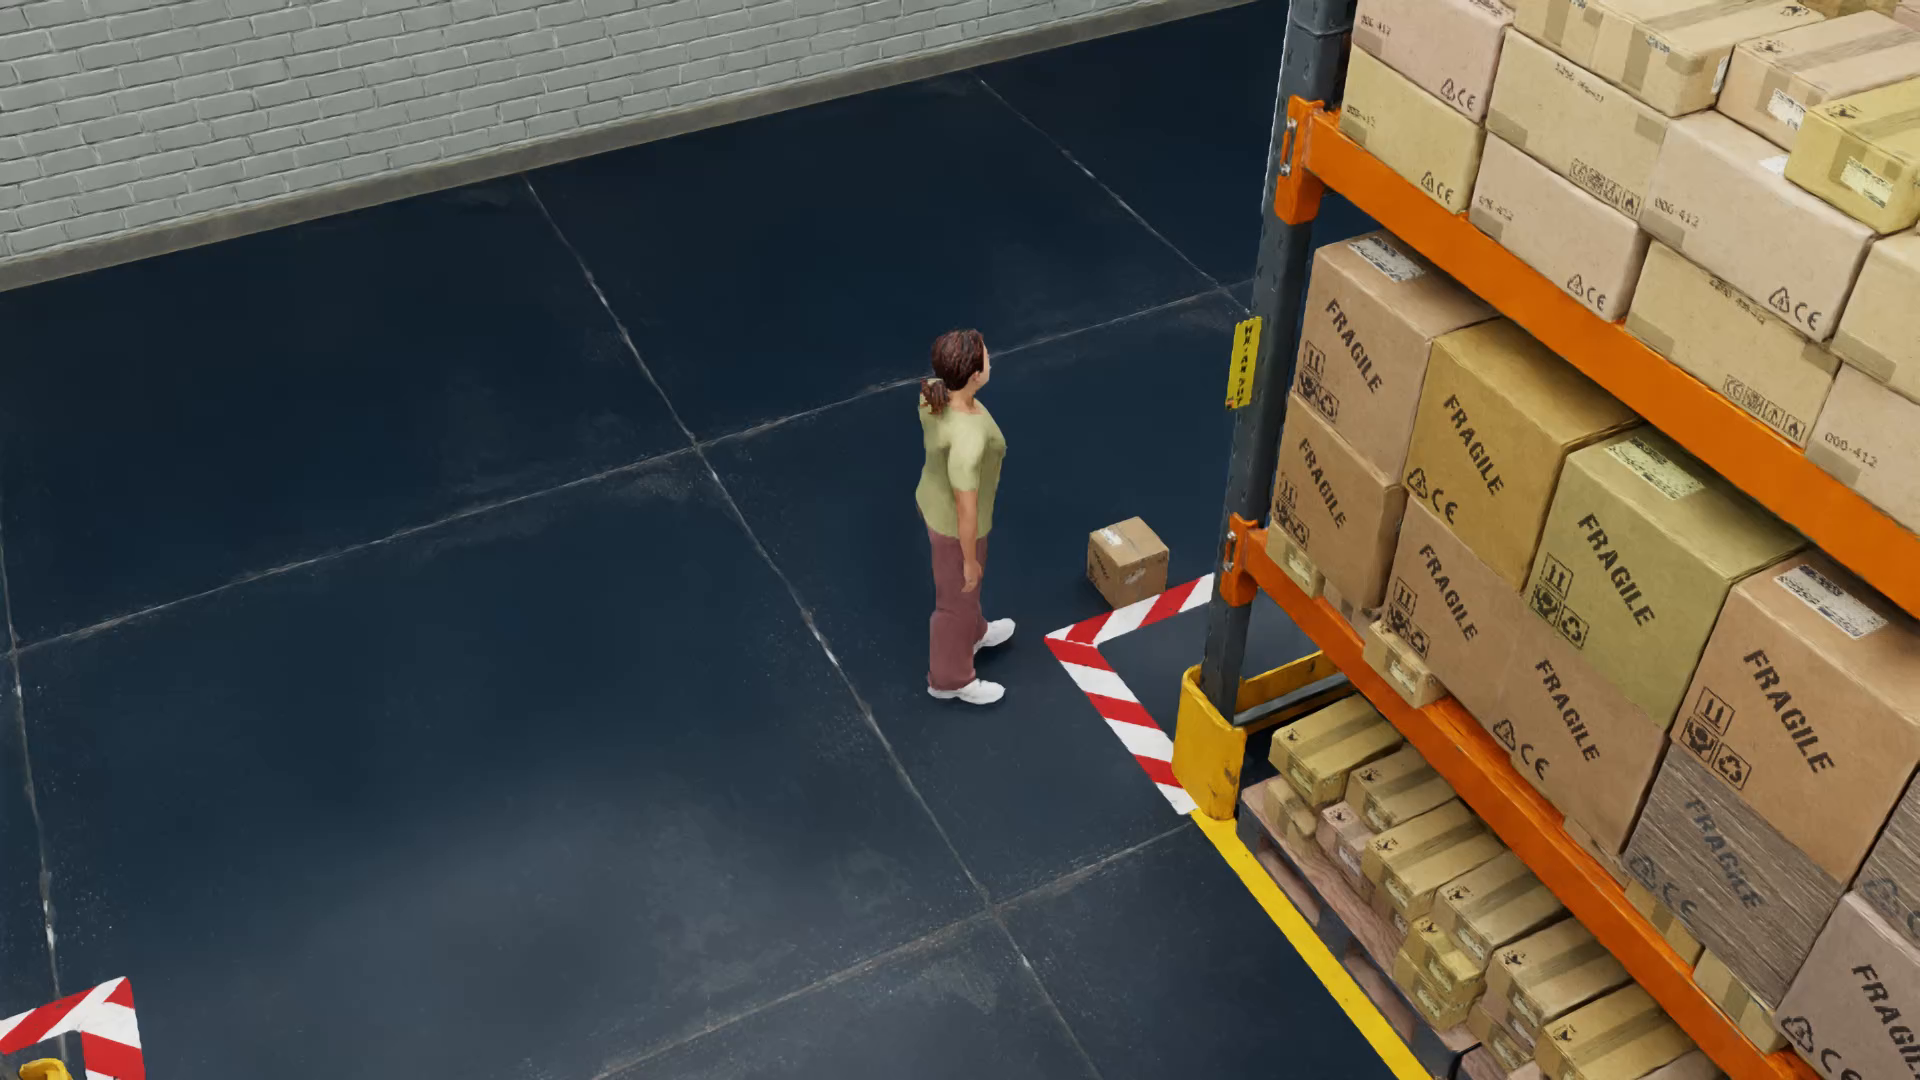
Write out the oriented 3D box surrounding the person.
[{"bbox_3d":[0.065,0.008,6.311,0.451,1.427,0.540,-13,43,-15],"label":"person"}]
